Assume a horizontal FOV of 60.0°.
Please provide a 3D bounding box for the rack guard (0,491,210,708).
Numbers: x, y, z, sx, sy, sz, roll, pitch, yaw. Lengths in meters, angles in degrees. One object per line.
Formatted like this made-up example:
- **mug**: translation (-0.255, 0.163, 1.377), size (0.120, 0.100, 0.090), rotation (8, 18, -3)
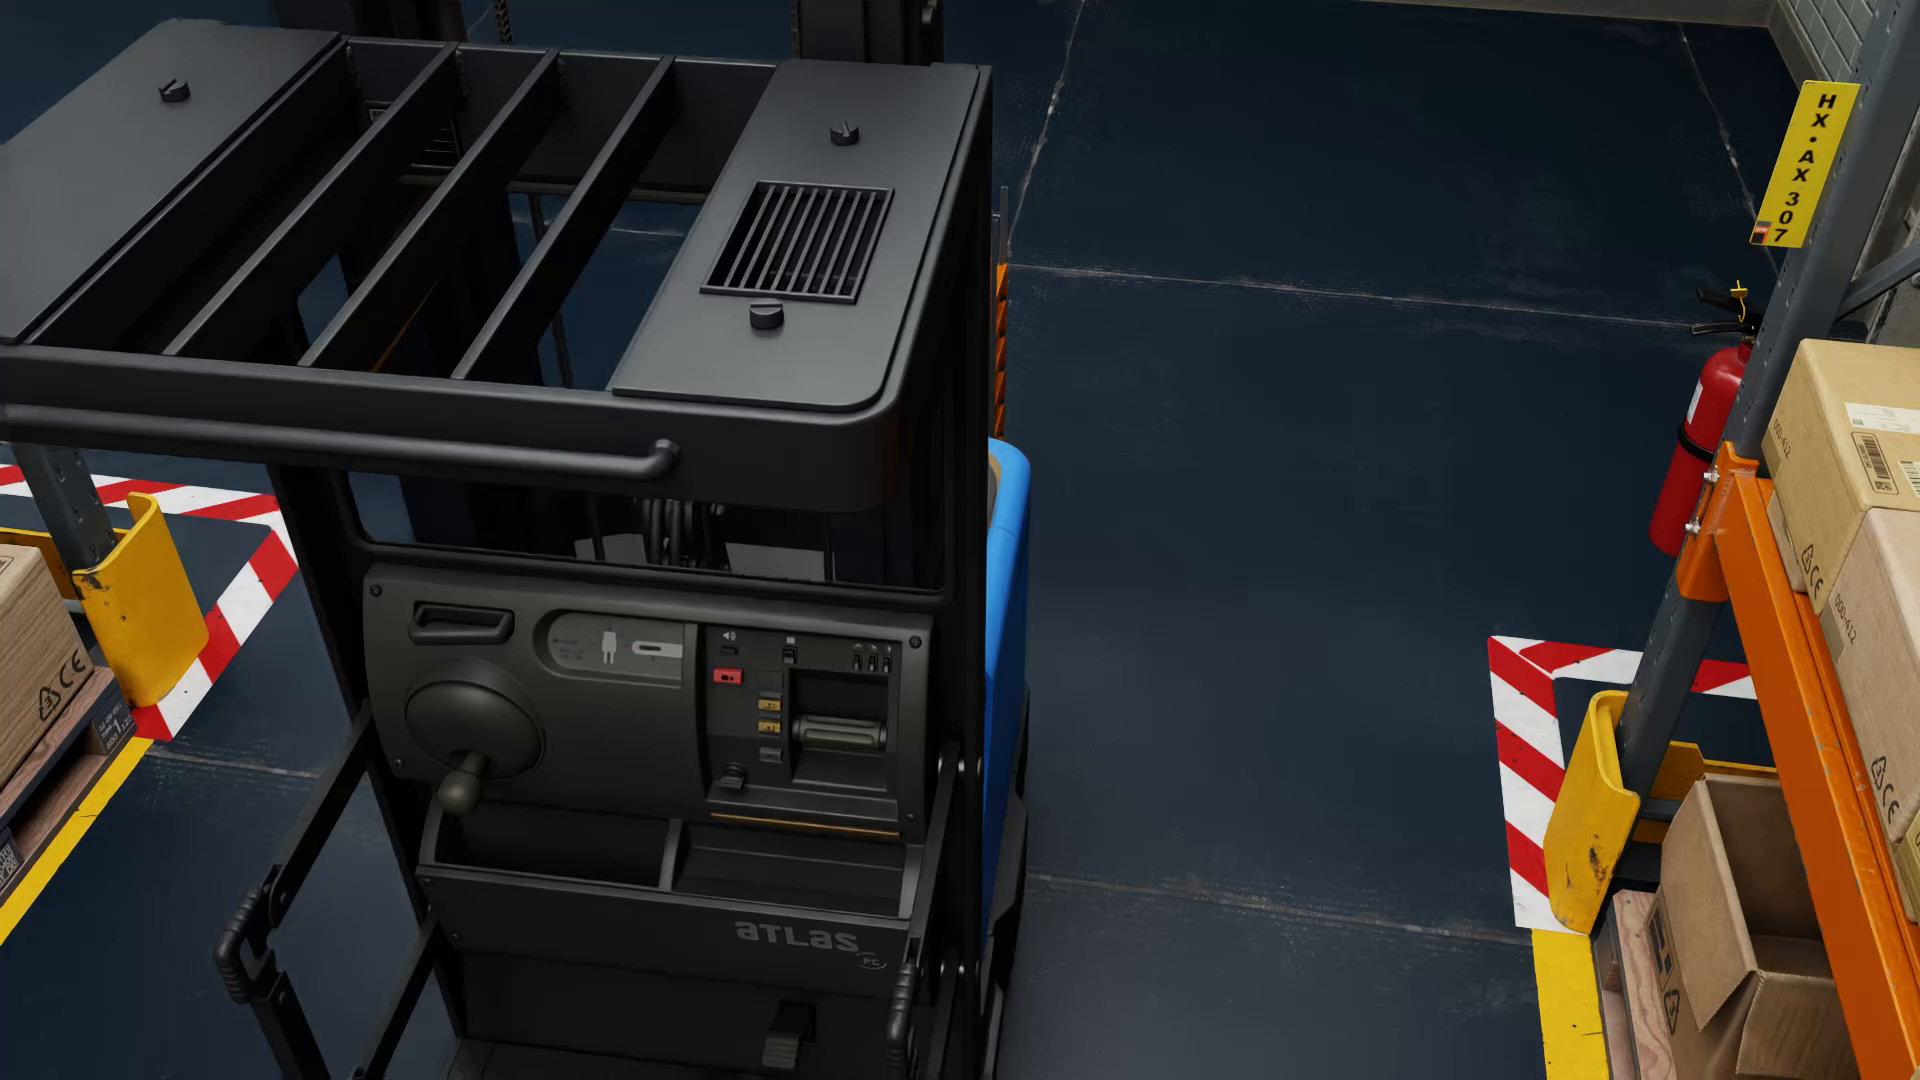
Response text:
- **rack guard**: translation (-2.805, 0.114, 4.719), size (1.175, 0.500, 0.348), rotation (6, 40, 8)

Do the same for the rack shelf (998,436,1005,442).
- **rack shelf**: translation (-0.003, -0.234, 5.038), size (0.258, 0.103, 0.180), rotation (6, 40, 8)

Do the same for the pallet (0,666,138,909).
- **pallet**: translation (-2.871, 0.751, 4.176), size (1.003, 0.211, 1.213), rotation (6, 40, 8)

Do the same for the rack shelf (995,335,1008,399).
- **rack shelf**: translation (-0.002, -0.512, 4.809), size (0.258, 0.103, 0.180), rotation (6, 40, 8)

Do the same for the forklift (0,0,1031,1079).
- **forklift**: translation (-0.537, 0.351, 2.525), size (1.130, 2.935, 3.031), rotation (5, 40, 6)

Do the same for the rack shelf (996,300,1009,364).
- **rack shelf**: translation (-0.002, -0.604, 4.732), size (0.258, 0.103, 0.180), rotation (6, 40, 8)

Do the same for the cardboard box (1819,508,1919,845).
- **cardboard box**: translation (1.649, 0.226, 2.507), size (0.500, 0.250, 0.500), rotation (7, 40, 8)

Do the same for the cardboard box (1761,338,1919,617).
- **cardboard box**: translation (1.736, -0.091, 2.890), size (0.500, 0.250, 0.500), rotation (7, 40, 8)

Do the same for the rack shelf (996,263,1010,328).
- **rack shelf**: translation (-0.002, -0.697, 4.656), size (0.258, 0.103, 0.180), rotation (6, 40, 8)

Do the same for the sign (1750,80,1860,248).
- **sign**: translation (1.545, -0.682, 3.042), size (0.100, 0.325, 0.005), rotation (6, 40, 8)

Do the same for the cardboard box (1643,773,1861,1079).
- **cardboard box**: translation (1.881, 0.885, 3.456), size (0.797, 0.503, 0.637), rotation (5, 40, 6)

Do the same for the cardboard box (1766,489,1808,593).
- **cardboard box**: translation (1.753, -0.016, 3.113), size (0.380, 0.149, 0.250), rotation (6, 40, 7)

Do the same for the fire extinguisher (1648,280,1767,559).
- **fire extinguisher**: translation (1.650, -0.259, 3.562), size (0.296, 0.674, 0.183), rotation (6, 40, 8)

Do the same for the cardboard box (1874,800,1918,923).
- **cardboard box**: translation (1.639, 0.469, 2.526), size (0.380, 0.149, 0.250), rotation (8, 40, 9)

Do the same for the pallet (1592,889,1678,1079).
- **pallet**: translation (1.930, 1.334, 3.471), size (1.003, 0.211, 1.213), rotation (6, 40, 8)

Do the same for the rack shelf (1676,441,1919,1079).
- **rack shelf**: translation (1.734, 1.243, 1.957), size (1.077, 0.370, 4.000), rotation (6, 40, 8)

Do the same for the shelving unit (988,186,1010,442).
- **shelving unit**: translation (-0.002, -0.453, 4.857), size (0.258, 1.200, 0.189), rotation (6, 40, 8)

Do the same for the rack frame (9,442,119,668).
- **rack frame**: translation (-2.810, -0.834, 3.905), size (1.000, 3.000, 0.127), rotation (6, 40, 8)

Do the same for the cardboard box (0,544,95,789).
- **cardboard box**: translation (-2.825, 0.417, 4.073), size (0.875, 0.438, 0.875), rotation (5, 40, 6)

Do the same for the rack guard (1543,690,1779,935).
- **rack guard**: translation (2.067, 0.722, 3.984), size (1.175, 0.500, 0.348), rotation (6, 40, 8)

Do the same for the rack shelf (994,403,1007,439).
- **rack shelf**: translation (-0.003, -0.327, 4.961), size (0.258, 0.103, 0.180), rotation (6, 40, 8)

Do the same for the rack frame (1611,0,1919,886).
- **rack frame**: translation (2.080, -0.289, 3.246), size (1.000, 3.000, 0.127), rotation (6, 40, 8)

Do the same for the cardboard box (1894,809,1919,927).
- **cardboard box**: translation (1.564, 0.544, 2.122), size (0.500, 0.250, 0.500), rotation (6, 40, 7)

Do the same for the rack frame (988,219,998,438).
- **rack frame**: translation (-0.018, -0.396, 4.787), size (0.240, 1.200, 0.006), rotation (6, 40, 8)

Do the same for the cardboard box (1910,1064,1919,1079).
- **cardboard box**: translation (1.481, 0.787, 2.141), size (0.380, 0.149, 0.250), rotation (5, 40, 6)

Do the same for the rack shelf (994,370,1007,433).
- **rack shelf**: translation (-0.002, -0.419, 4.885), size (0.258, 0.103, 0.180), rotation (6, 40, 8)

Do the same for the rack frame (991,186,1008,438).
- **rack frame**: translation (0.013, -0.511, 4.926), size (0.240, 1.200, 0.006), rotation (6, 40, 8)
